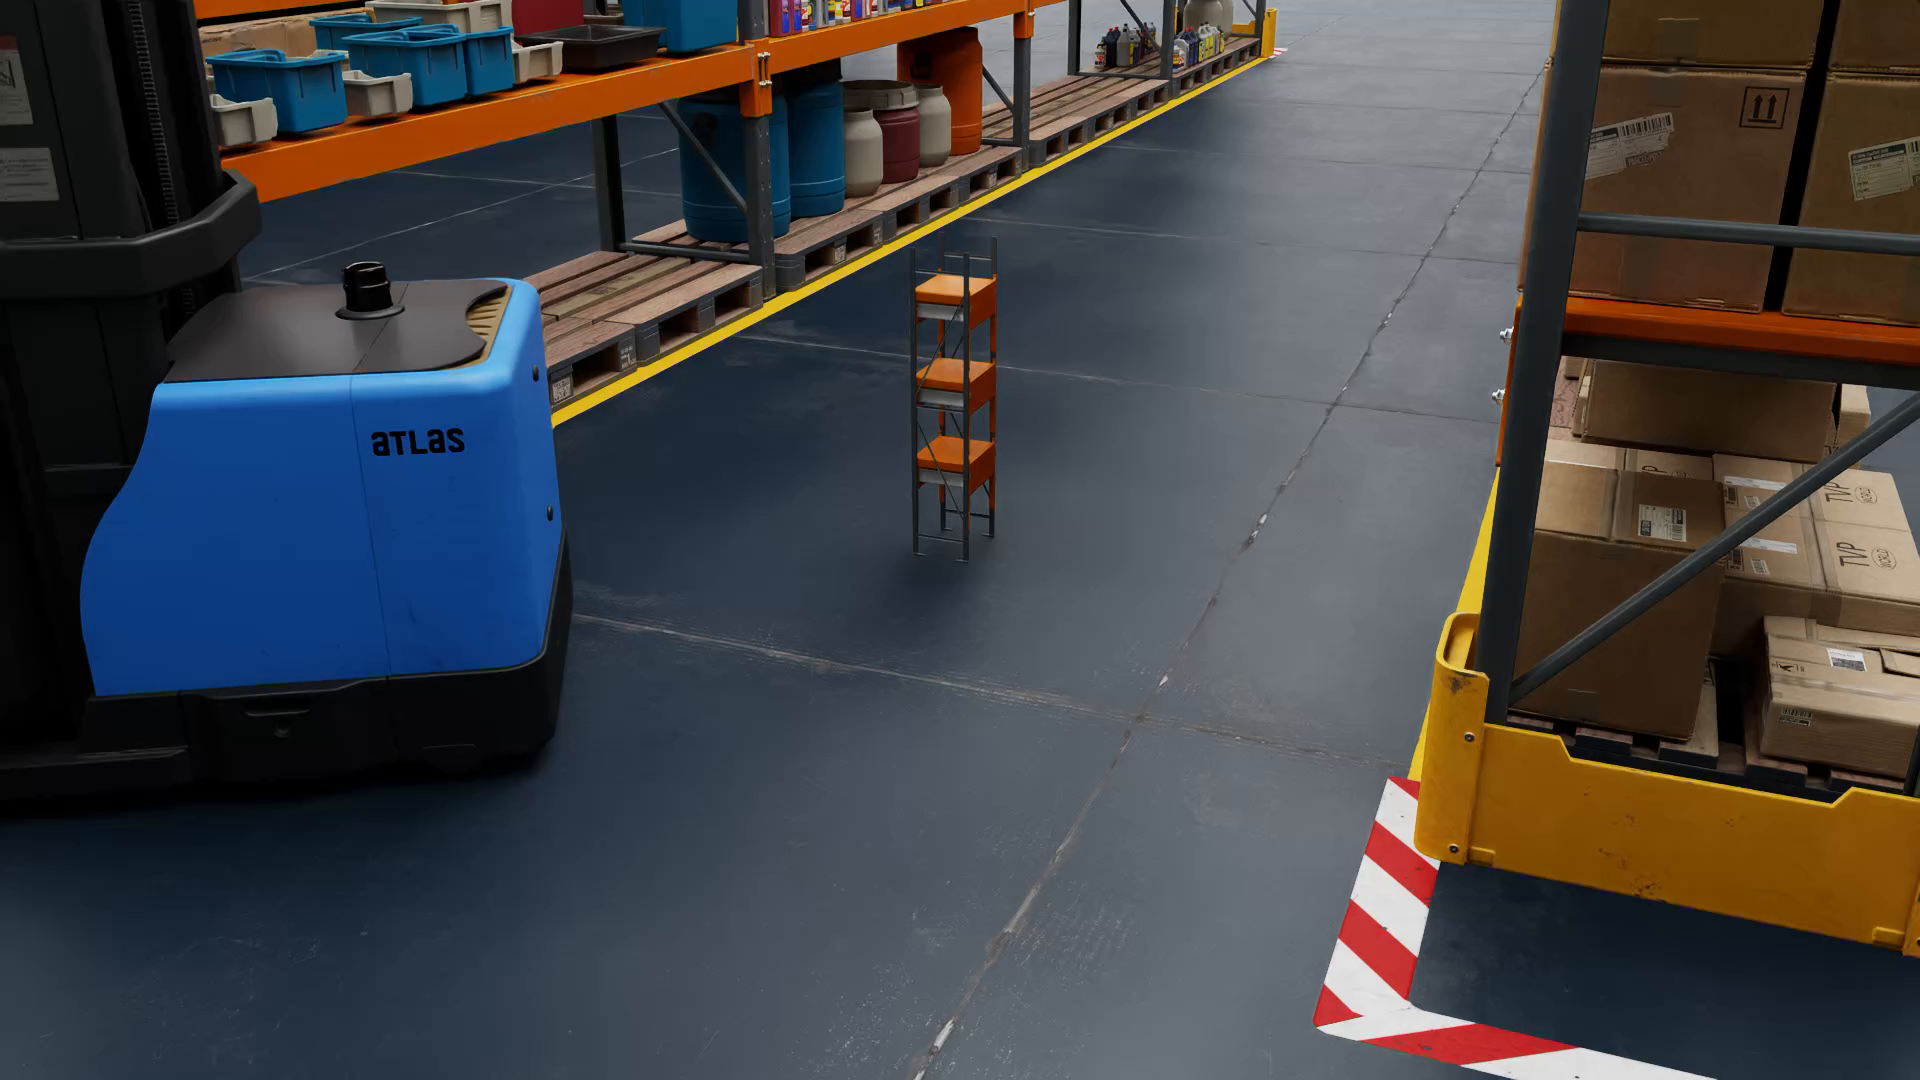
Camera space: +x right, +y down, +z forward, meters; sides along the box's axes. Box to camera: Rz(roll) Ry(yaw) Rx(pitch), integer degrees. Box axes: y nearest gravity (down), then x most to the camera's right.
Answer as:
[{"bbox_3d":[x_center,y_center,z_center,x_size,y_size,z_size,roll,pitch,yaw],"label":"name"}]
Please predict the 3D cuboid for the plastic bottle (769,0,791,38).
[{"bbox_3d":[-0.930,-2.744,8.580,0.061,0.283,0.133,9,24,20],"label":"plastic bottle"}]

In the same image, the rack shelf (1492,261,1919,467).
[{"bbox_3d":[2.392,-0.970,5.113,1.077,0.370,4.000,9,24,20],"label":"rack shelf"}]

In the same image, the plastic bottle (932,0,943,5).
[{"bbox_3d":[-0.155,-3.491,10.367,0.061,0.283,0.133,9,24,20],"label":"plastic bottle"}]

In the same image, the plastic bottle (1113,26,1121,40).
[{"bbox_3d":[1.552,-4.912,16.484,0.144,0.351,0.185,8,24,17],"label":"plastic bottle"}]

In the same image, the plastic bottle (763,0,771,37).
[{"bbox_3d":[-1.016,-2.799,8.624,0.144,0.351,0.185,9,24,20],"label":"plastic bottle"}]

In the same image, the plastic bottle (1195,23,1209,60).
[{"bbox_3d":[2.422,-5.021,16.744,0.144,0.351,0.185,9,24,20],"label":"plastic bottle"}]

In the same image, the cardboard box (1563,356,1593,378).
[{"bbox_3d":[2.778,-0.861,6.836,0.500,0.311,0.500,9,24,20],"label":"cardboard box"}]

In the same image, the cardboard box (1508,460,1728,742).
[{"bbox_3d":[1.623,0.134,4.209,0.500,0.500,0.500,9,24,20],"label":"cardboard box"}]

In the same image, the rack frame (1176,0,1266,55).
[{"bbox_3d":[2.995,-7.022,18.670,1.000,3.000,0.127,9,24,20],"label":"rack frame"}]

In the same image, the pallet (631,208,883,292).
[{"bbox_3d":[-1.137,-1.711,9.573,1.003,0.211,1.213,9,24,20],"label":"pallet"}]

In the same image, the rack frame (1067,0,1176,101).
[{"bbox_3d":[1.509,-5.591,15.243,1.000,3.000,0.127,9,24,20],"label":"rack frame"}]

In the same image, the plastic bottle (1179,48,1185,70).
[{"bbox_3d":[2.110,-4.627,15.995,0.097,0.201,0.097,0,23,0],"label":"plastic bottle"}]

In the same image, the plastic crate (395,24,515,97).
[{"bbox_3d":[-1.950,-1.867,6.467,0.416,0.233,0.300,9,24,20],"label":"plastic crate"}]

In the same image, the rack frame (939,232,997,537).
[{"bbox_3d":[0.025,-0.509,5.606,0.200,1.050,0.008,9,24,20],"label":"rack frame"}]

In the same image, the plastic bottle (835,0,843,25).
[{"bbox_3d":[-0.696,-2.951,9.180,0.097,0.201,0.097,0,23,0],"label":"plastic bottle"}]

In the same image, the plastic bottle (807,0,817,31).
[{"bbox_3d":[-0.818,-2.865,8.885,0.097,0.271,0.097,0,23,0],"label":"plastic bottle"}]

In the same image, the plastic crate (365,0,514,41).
[{"bbox_3d":[-2.201,-2.181,7.155,0.437,0.282,0.530,9,24,20],"label":"plastic crate"}]

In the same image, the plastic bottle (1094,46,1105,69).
[{"bbox_3d":[1.355,-4.677,16.115,0.097,0.201,0.097,0,23,0],"label":"plastic bottle"}]

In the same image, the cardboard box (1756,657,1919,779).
[{"bbox_3d":[2.124,0.426,3.967,0.380,0.149,0.250,9,24,20],"label":"cardboard box"}]

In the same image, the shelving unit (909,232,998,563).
[{"bbox_3d":[-0.020,-0.465,5.502,0.215,1.050,0.252,9,24,20],"label":"shelving unit"}]

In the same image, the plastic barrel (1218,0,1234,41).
[{"bbox_3d":[2.821,-5.822,18.478,0.421,0.512,0.421,0,23,0],"label":"plastic barrel"}]

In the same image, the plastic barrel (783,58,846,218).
[{"bbox_3d":[-0.981,-2.399,9.780,0.600,0.901,0.708,9,24,20],"label":"plastic barrel"}]

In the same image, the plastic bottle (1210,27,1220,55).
[{"bbox_3d":[2.601,-5.162,17.180,0.152,0.276,0.135,9,24,20],"label":"plastic bottle"}]

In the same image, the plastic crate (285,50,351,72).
[{"bbox_3d":[-2.519,-1.834,6.513,0.298,0.136,0.250,9,24,20],"label":"plastic crate"}]

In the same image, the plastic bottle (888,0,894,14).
[{"bbox_3d":[-0.438,-3.232,9.762,0.097,0.271,0.097,0,23,0],"label":"plastic bottle"}]

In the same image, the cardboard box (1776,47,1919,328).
[{"bbox_3d":[2.059,-0.753,3.532,0.500,0.500,0.500,9,24,21],"label":"cardboard box"}]

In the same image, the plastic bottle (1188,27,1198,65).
[{"bbox_3d":[2.264,-4.869,16.380,0.144,0.351,0.185,8,24,18],"label":"plastic bottle"}]

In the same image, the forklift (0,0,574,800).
[{"bbox_3d":[-2.623,-0.853,3.989,3.031,2.935,1.130,-3,23,-8],"label":"forklift"}]

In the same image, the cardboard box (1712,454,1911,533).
[{"bbox_3d":[2.486,-0.032,4.932,0.500,0.250,0.500,9,24,20],"label":"cardboard box"}]

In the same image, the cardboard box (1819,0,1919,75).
[{"bbox_3d":[2.059,-1.215,3.339,0.500,0.500,0.500,10,25,22],"label":"cardboard box"}]

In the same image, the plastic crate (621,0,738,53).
[{"bbox_3d":[-1.319,-2.532,7.864,0.392,0.384,0.575,9,24,20],"label":"plastic crate"}]

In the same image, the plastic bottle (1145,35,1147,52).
[{"bbox_3d":[1.905,-5.239,17.371,0.097,0.271,0.097,0,23,0],"label":"plastic bottle"}]

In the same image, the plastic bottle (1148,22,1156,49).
[{"bbox_3d":[2.032,-5.362,17.664,0.097,0.271,0.097,0,23,0],"label":"plastic bottle"}]

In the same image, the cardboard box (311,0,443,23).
[{"bbox_3d":[-4.851,-3.838,13.258,1.225,0.875,0.875,8,24,18],"label":"cardboard box"}]

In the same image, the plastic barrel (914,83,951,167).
[{"bbox_3d":[-0.269,-2.813,11.275,0.421,0.512,0.421,0,23,0],"label":"plastic barrel"}]

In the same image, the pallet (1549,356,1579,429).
[{"bbox_3d":[2.879,-0.485,6.638,1.003,0.211,1.213,9,24,20],"label":"pallet"}]

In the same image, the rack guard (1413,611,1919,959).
[{"bbox_3d":[1.678,0.540,3.808,1.175,0.500,0.348,9,24,20],"label":"rack guard"}]

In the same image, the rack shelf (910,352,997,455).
[{"bbox_3d":[-0.020,-0.456,5.506,0.215,0.259,0.240,9,24,20],"label":"rack shelf"}]

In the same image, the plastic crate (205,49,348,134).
[{"bbox_3d":[-2.306,-1.524,5.646,0.416,0.233,0.300,9,24,20],"label":"plastic crate"}]

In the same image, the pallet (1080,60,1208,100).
[{"bbox_3d":[1.797,-4.539,16.342,1.003,0.211,1.213,9,24,20],"label":"pallet"}]

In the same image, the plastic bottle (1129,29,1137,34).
[{"bbox_3d":[1.736,-5.051,16.913,0.152,0.276,0.135,9,24,21],"label":"plastic bottle"}]

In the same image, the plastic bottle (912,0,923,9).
[{"bbox_3d":[-0.274,-3.377,10.094,0.061,0.283,0.133,9,24,20],"label":"plastic bottle"}]

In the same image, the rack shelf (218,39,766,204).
[{"bbox_3d":[-2.205,-1.680,6.814,1.077,0.370,4.000,9,24,20],"label":"rack shelf"}]

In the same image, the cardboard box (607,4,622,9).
[{"bbox_3d":[-3.337,-5.133,16.819,0.700,0.500,0.500,7,24,16],"label":"cardboard box"}]

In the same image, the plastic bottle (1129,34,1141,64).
[{"bbox_3d":[1.699,-4.865,16.469,0.152,0.276,0.135,9,24,20],"label":"plastic bottle"}]

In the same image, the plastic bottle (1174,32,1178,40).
[{"bbox_3d":[2.060,-4.822,16.267,0.144,0.351,0.185,9,24,20],"label":"plastic bottle"}]

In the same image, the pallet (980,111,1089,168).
[{"bbox_3d":[0.347,-3.144,13.004,1.003,0.211,1.213,9,24,20],"label":"pallet"}]
